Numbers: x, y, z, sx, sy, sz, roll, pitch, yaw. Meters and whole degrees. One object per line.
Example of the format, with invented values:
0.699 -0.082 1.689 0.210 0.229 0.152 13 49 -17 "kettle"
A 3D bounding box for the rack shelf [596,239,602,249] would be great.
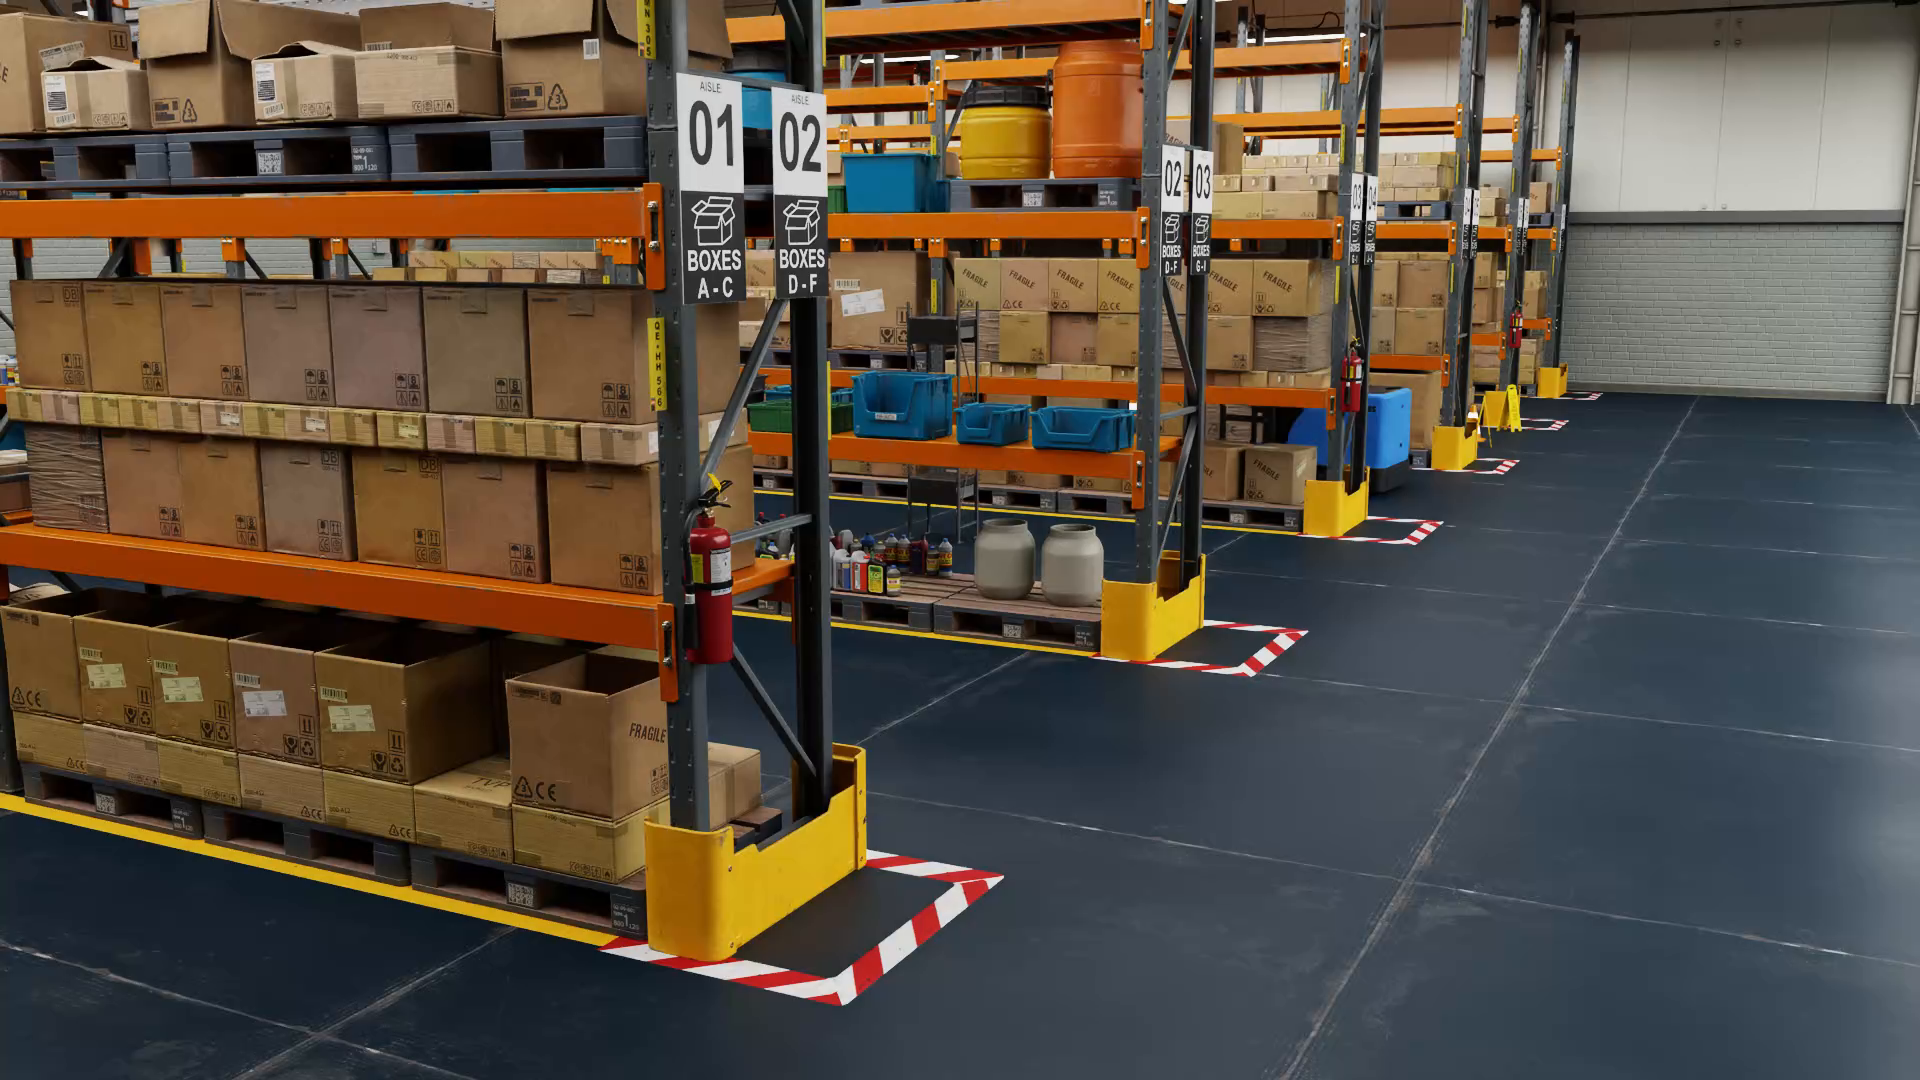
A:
-4.596 -5.408 29.840 4.000 0.370 1.077 5 11 26 "rack shelf"

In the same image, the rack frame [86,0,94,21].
-10.775 -5.813 21.635 0.127 3.000 1.000 5 11 26 "rack frame"

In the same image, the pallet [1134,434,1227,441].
2.919 -1.255 21.125 1.213 0.211 1.003 5 11 26 "pallet"

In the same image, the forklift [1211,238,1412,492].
3.296 -2.073 18.006 3.031 2.935 1.130 6 12 29 "forklift"

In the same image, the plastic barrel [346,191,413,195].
-4.565 -2.976 13.176 0.708 0.830 0.600 5 11 26 "plastic barrel"

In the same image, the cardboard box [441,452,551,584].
-1.699 -0.147 6.892 0.500 0.500 0.700 5 12 27 "cardboard box"

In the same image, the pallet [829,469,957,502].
-0.712 -0.604 17.530 1.213 0.211 1.003 5 11 26 "pallet"

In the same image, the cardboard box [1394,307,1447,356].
5.506 -2.480 19.644 0.550 0.550 0.875 5 11 26 "cardboard box"

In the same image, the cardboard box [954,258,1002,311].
0.278 -2.527 16.399 0.500 0.500 0.500 5 11 26 "cardboard box"

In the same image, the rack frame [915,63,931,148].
-0.610 -7.874 33.020 0.127 3.000 1.000 5 11 26 "rack frame"

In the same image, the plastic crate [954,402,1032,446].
0.221 -0.780 11.087 0.408 0.251 0.499 5 11 26 "plastic crate"

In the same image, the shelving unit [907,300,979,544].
-0.148 -1.046 14.669 0.503 2.100 0.431 5 11 26 "shelving unit"

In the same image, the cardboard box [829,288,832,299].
-1.648 -3.458 23.325 0.250 0.149 0.380 5 11 26 "cardboard box"

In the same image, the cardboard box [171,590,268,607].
-3.444 0.487 8.108 0.500 0.500 0.500 5 11 26 "cardboard box"

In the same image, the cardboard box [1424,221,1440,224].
6.856 -4.590 24.006 0.250 0.149 0.380 5 11 26 "cardboard box"

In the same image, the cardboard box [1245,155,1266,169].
3.590 -4.517 19.904 0.250 0.149 0.380 5 11 26 "cardboard box"

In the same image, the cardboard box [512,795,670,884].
-1.424 1.133 6.643 0.500 0.250 0.500 5 11 26 "cardboard box"

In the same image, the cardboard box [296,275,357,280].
-7.718 -2.981 20.312 0.500 0.500 0.500 5 12 27 "cardboard box"

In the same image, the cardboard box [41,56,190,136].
-3.581 -1.917 7.208 0.500 0.311 0.500 4 11 23 "cardboard box"

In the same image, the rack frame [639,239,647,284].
-4.902 -3.330 24.760 0.127 3.000 1.000 5 11 26 "rack frame"

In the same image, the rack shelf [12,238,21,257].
-11.173 -3.034 16.724 4.000 0.370 1.077 5 11 26 "rack shelf"

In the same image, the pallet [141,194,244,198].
-6.435 -2.898 14.484 1.213 0.211 1.003 5 11 26 "pallet"

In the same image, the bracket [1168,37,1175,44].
4.016 -9.347 31.053 0.430 0.232 0.235 5 11 26 "bracket"

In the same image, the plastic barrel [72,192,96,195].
-7.781 -3.574 15.099 0.708 0.901 0.600 5 11 26 "plastic barrel"

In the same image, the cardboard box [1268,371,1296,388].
3.003 -1.486 15.276 0.250 0.149 0.380 5 11 26 "cardboard box"

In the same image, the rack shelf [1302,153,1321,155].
4.771 -6.850 30.507 4.000 0.370 1.077 5 11 26 "rack shelf"

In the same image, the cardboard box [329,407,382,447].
-2.402 -0.488 6.956 0.250 0.149 0.380 5 12 27 "cardboard box"

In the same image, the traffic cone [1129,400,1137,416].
2.640 -2.124 25.220 0.334 0.463 0.336 5 11 26 "traffic cone"

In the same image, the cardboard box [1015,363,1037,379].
0.730 -1.671 16.302 0.250 0.149 0.380 5 11 26 "cardboard box"

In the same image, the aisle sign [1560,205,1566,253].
10.081 -5.203 27.810 0.004 0.787 0.394 5 11 26 "aisle sign"

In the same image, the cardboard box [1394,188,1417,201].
5.185 -3.985 19.201 0.250 0.149 0.380 5 11 26 "cardboard box"

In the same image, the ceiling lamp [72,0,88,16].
-12.060 -9.302 24.521 0.800 3.185 2.000 5 11 26 "ceiling lamp"

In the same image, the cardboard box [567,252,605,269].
-5.444 -4.011 24.602 0.500 0.500 0.500 5 11 24 "cardboard box"

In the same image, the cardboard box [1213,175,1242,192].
2.476 -3.230 15.086 0.250 0.149 0.380 5 11 26 "cardboard box"

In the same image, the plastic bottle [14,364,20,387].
-8.625 -1.510 15.260 0.097 0.201 0.097 0 10 0 "plastic bottle"

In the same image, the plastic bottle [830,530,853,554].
-0.894 0.058 12.452 0.135 0.276 0.152 5 12 27 "plastic bottle"

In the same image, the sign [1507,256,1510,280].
7.695 -3.821 23.335 0.005 0.325 0.100 5 11 26 "sign"

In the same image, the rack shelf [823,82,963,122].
-1.807 -4.474 17.380 4.000 0.370 1.077 5 11 26 "rack shelf"

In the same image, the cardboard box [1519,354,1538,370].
9.577 -3.064 28.428 0.500 0.250 0.500 5 11 25 "cardboard box"

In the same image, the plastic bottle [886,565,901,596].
-0.459 0.277 11.455 0.097 0.201 0.097 0 10 0 "plastic bottle"

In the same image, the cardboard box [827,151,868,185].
-1.236 -3.776 17.332 0.637 0.503 0.797 6 12 28 "cardboard box"

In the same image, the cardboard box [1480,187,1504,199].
7.525 -4.907 23.519 0.250 0.149 0.380 5 11 26 "cardboard box"

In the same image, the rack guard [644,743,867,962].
-0.791 1.214 6.675 0.348 0.500 1.175 5 11 26 "rack guard"

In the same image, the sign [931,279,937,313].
-0.256 -2.396 16.350 0.005 0.325 0.100 5 11 26 "sign"

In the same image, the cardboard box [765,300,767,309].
-2.661 -3.271 23.127 0.250 0.149 0.380 5 11 26 "cardboard box"

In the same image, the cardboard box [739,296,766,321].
-2.554 -2.422 18.285 0.500 0.500 0.700 7 12 34 "cardboard box"

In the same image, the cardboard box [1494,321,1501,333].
7.746 -3.119 24.301 0.250 0.149 0.380 5 11 26 "cardboard box"

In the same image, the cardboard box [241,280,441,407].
-2.649 -0.868 7.236 0.500 0.500 0.700 5 11 26 "cardboard box"
